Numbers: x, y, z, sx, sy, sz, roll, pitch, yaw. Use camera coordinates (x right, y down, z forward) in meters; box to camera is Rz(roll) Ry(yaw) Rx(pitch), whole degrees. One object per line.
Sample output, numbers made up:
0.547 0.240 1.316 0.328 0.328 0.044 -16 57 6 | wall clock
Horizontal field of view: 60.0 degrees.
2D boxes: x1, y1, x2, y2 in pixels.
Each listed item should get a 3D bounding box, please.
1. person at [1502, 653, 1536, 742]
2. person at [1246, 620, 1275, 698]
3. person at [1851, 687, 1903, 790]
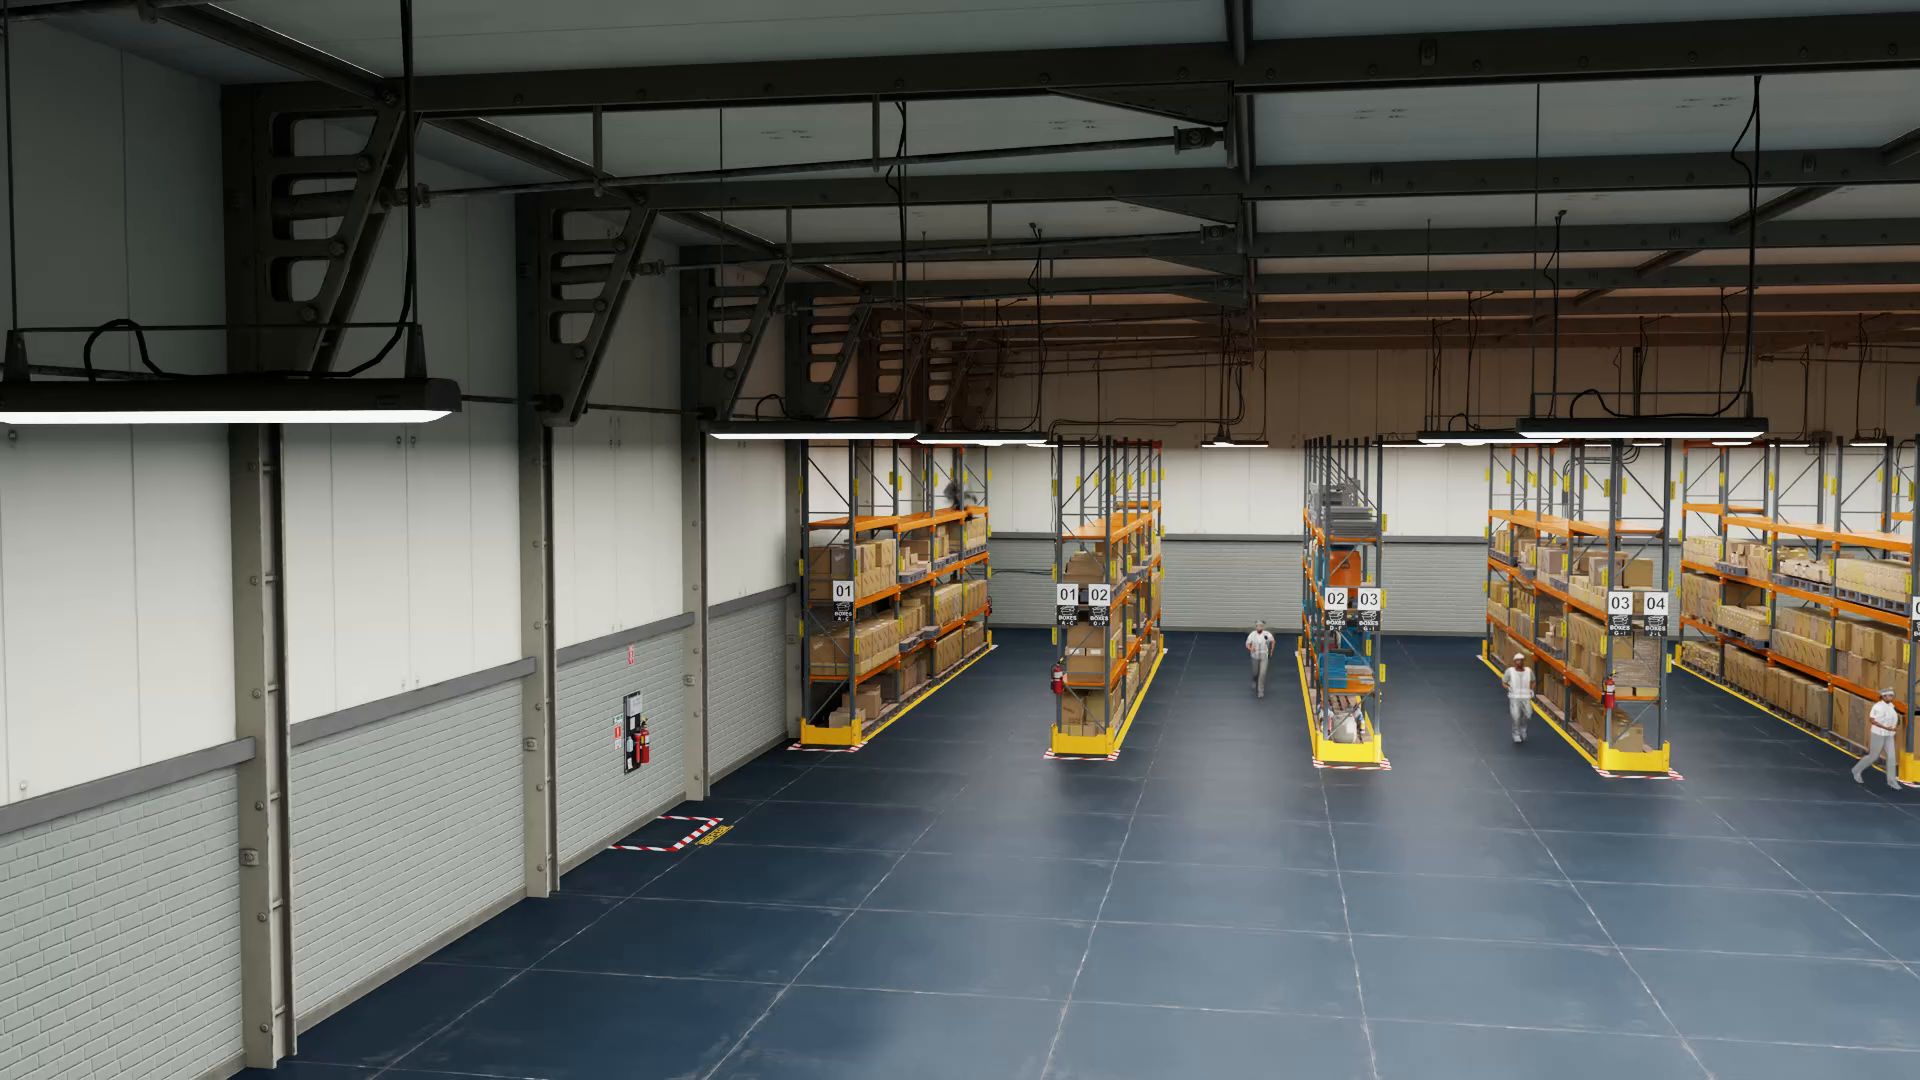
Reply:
10.939 3.089 32.479 0.672 1.736 0.599 0 3 8 | person
7.025 2.744 38.885 0.672 1.798 0.939 1 3 13 | person
15.719 3.334 28.313 0.626 1.692 0.884 -1 3 -23 | person
